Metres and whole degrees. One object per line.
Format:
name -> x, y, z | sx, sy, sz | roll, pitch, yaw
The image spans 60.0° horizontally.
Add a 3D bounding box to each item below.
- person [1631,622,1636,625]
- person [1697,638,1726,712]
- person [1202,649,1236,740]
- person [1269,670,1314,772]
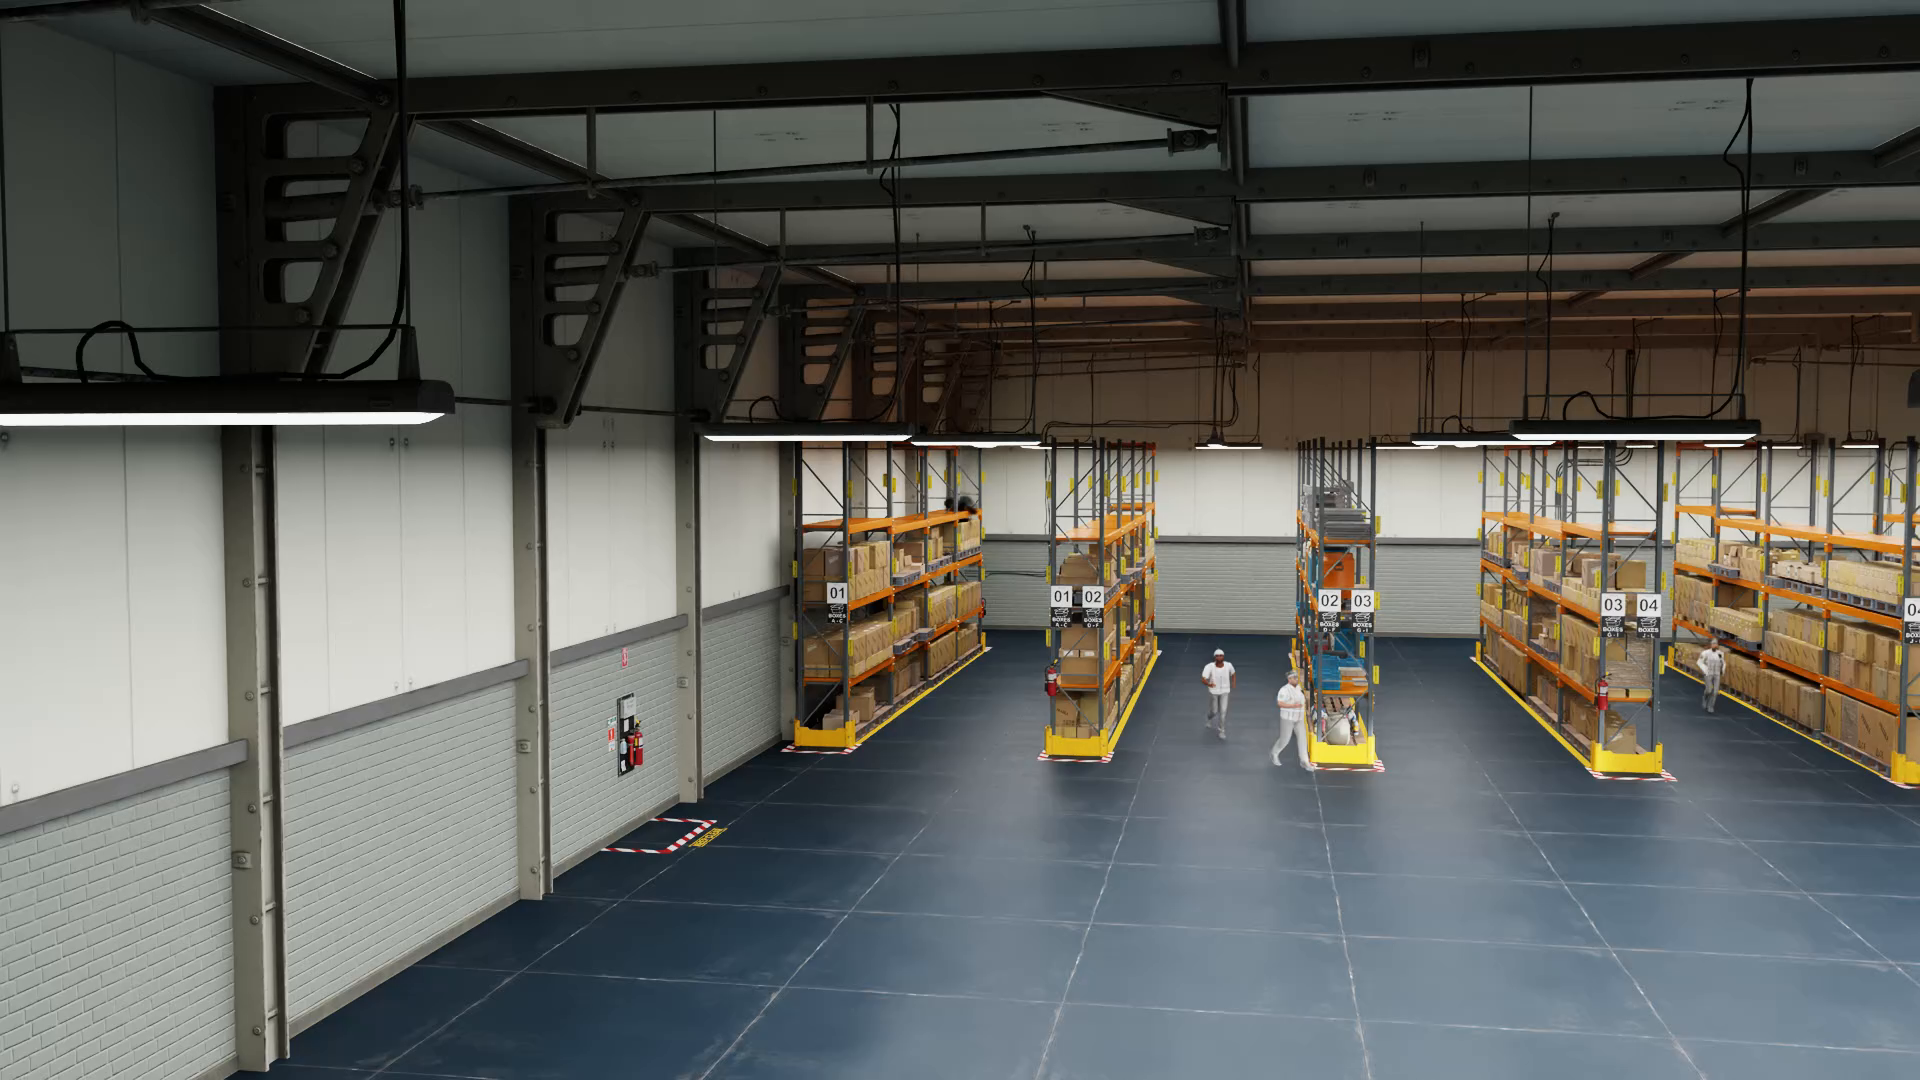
person -> 17.826, 2.484, 44.410 | 0.710, 1.728, 0.925 | 2, 4, 35
person -> 16.531, 2.961, 36.522 | 0.595, 1.651, 0.539 | 0, 3, 9
person -> 5.218, 3.075, 33.516 | 0.710, 1.766, 0.934 | 0, 3, -1
person -> 5.974, 3.220, 29.917 | 0.663, 1.785, 0.980 | -2, 3, -30
